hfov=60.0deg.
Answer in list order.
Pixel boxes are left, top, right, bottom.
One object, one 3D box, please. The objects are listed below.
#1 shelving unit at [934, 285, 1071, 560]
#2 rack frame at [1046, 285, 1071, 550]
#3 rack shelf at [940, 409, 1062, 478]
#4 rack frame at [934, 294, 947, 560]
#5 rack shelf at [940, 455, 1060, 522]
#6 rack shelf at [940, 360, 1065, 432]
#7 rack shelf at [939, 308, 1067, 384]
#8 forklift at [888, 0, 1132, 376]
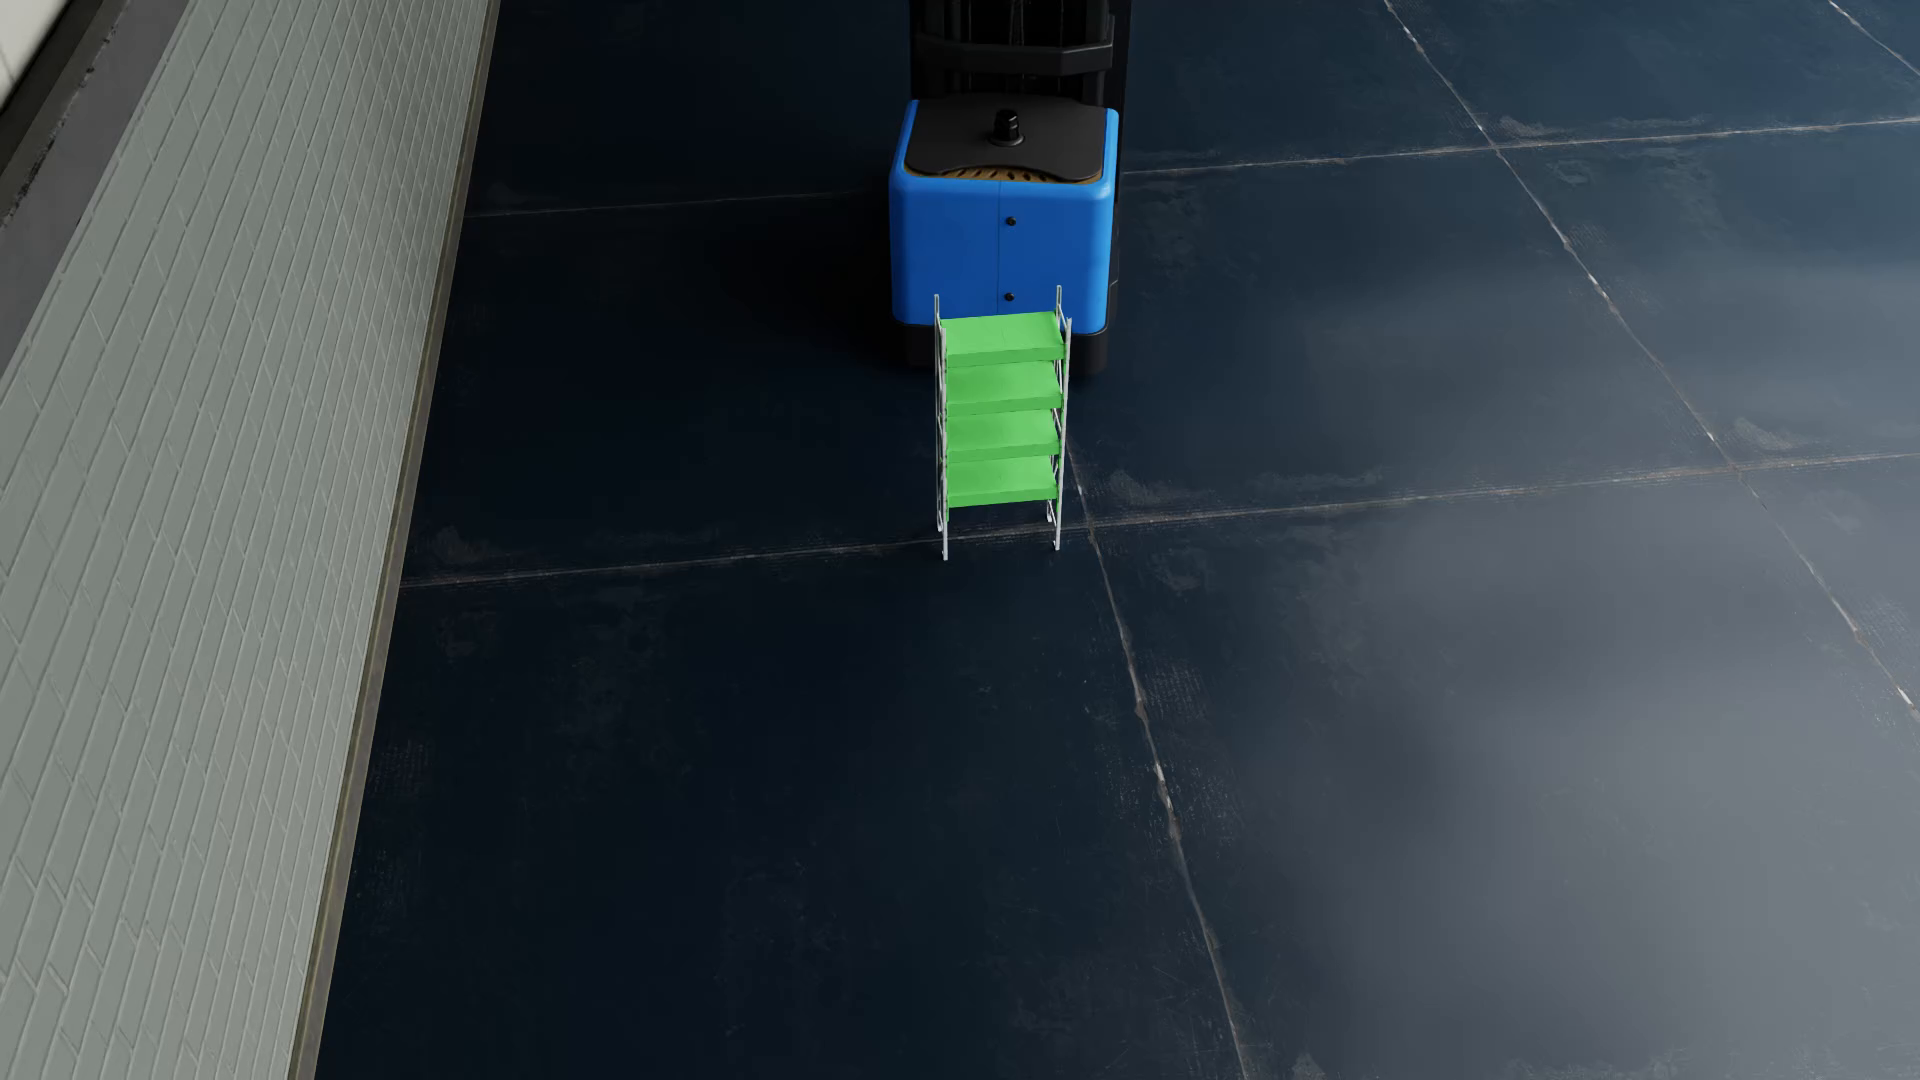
[{"bbox_3d":[0.164,-0.460,6.864,0.503,1.200,0.258,-5,42,-6],"label":"shelving unit"},{"bbox_3d":[0.406,-0.481,6.888,0.015,1.200,0.240,-5,42,-6],"label":"rack frame"},{"bbox_3d":[0.164,-0.412,6.907,0.480,0.148,0.258,-5,42,-6],"label":"rack shelf"},{"bbox_3d":[-0.078,-0.439,6.841,0.015,1.200,0.240,-5,42,-6],"label":"rack frame"},{"bbox_3d":[0.164,-0.234,7.068,0.480,0.148,0.258,-5,42,-6],"label":"rack shelf"},{"bbox_3d":[0.164,-0.591,6.746,0.480,0.148,0.258,-5,42,-6],"label":"rack shelf"},{"bbox_3d":[0.164,-0.769,6.585,0.480,0.148,0.258,-5,42,-6],"label":"rack shelf"},{"bbox_3d":[0.320,-2.860,8.232,1.130,2.935,3.031,4,42,4],"label":"forklift"}]
